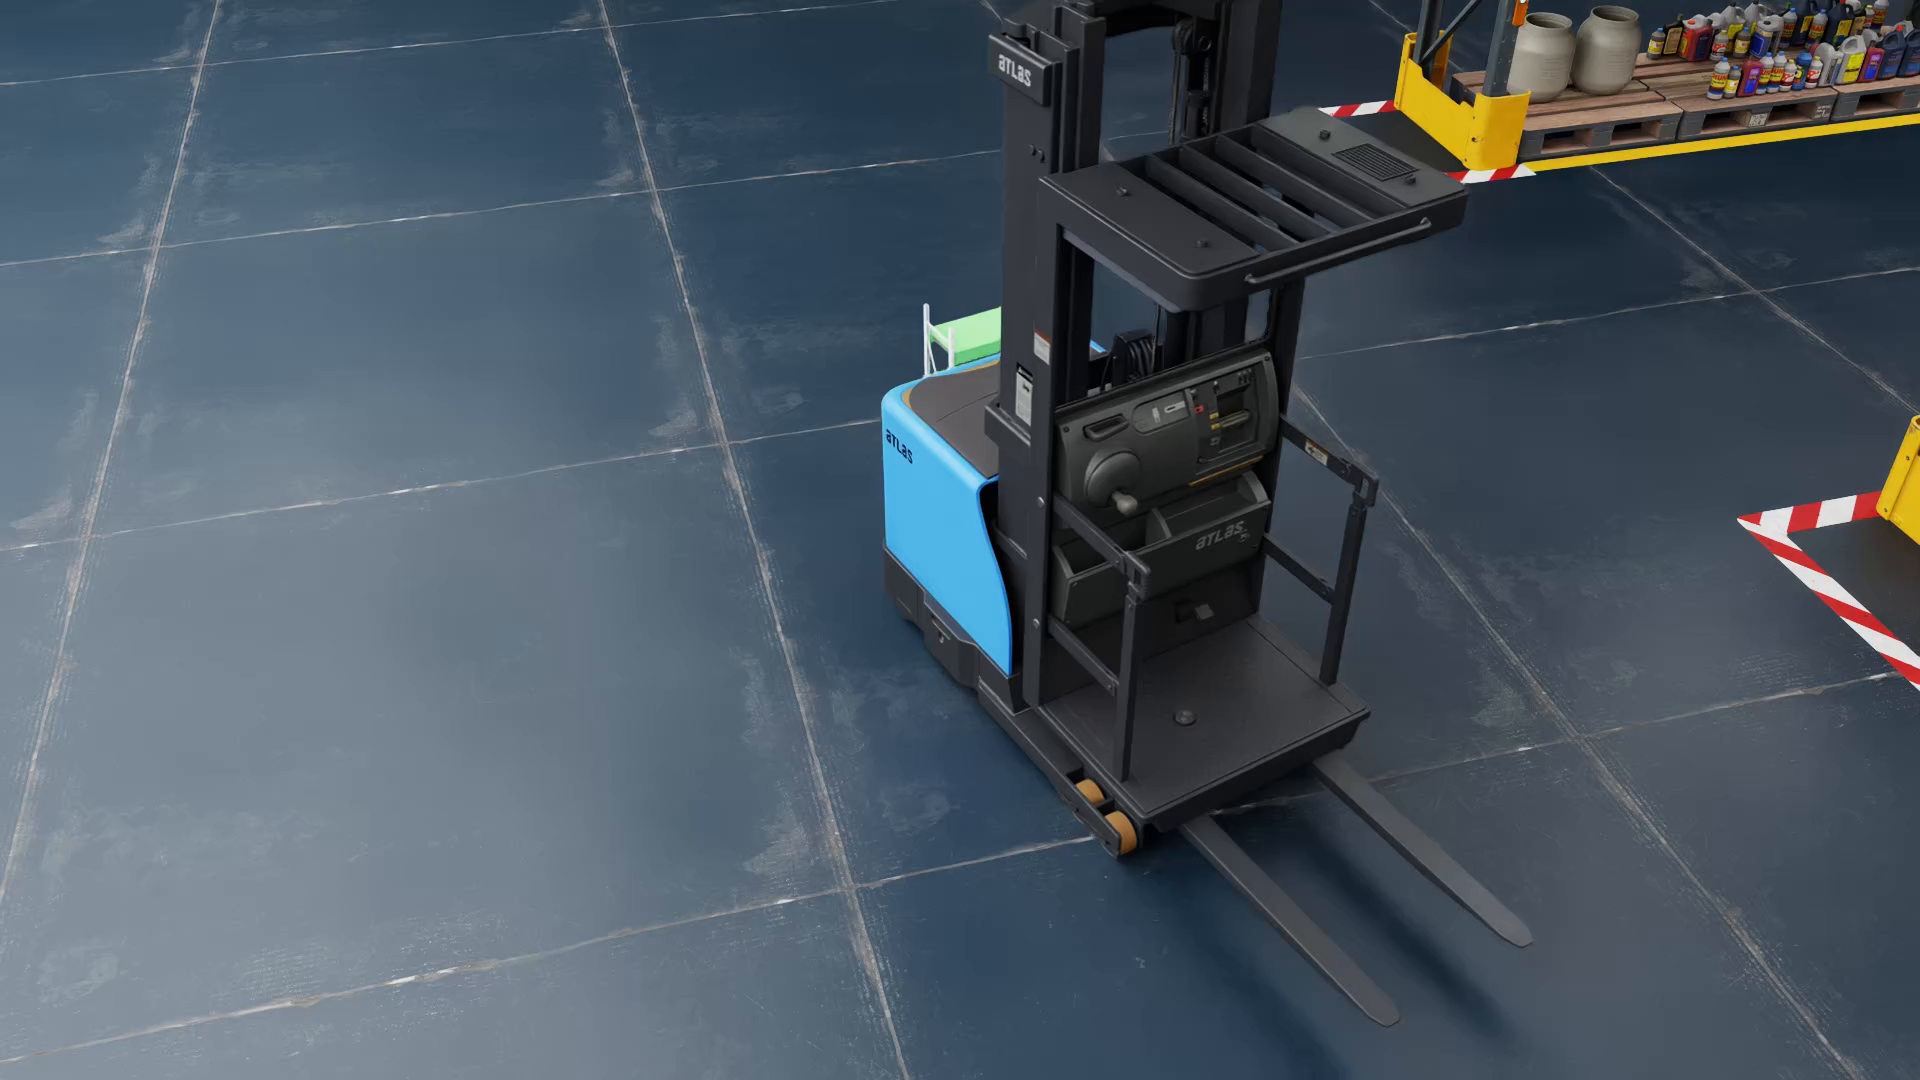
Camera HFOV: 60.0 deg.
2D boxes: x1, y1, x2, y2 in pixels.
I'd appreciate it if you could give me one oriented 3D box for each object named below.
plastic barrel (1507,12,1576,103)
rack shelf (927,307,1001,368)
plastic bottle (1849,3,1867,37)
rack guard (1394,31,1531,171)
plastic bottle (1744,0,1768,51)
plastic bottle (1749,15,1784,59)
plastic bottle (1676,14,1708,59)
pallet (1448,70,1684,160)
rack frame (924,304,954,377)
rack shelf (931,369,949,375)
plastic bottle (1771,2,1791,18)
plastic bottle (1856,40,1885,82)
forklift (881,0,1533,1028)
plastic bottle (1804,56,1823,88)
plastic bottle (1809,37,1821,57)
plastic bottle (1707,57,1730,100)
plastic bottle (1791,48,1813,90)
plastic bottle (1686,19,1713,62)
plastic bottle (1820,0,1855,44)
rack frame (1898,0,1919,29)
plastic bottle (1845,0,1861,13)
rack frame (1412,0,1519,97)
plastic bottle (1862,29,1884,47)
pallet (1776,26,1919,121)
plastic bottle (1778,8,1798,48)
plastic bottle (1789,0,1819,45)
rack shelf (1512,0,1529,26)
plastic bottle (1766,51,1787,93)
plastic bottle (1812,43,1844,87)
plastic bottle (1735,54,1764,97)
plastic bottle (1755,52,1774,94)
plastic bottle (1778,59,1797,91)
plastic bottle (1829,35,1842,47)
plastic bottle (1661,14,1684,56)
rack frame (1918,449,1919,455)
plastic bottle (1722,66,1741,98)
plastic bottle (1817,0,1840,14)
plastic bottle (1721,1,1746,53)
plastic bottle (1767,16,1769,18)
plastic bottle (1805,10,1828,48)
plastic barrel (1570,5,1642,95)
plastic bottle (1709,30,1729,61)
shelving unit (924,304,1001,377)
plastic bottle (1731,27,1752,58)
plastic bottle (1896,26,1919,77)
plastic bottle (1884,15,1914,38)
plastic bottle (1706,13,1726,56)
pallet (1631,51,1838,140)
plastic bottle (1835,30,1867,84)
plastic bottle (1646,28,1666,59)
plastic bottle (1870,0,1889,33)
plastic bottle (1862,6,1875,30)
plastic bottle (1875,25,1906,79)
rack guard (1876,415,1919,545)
[{"bbox_3d":[3.926,-3.262,11.248,0.421,0.512,0.421,0,37,0],"label":"plastic barrel"},{"bbox_3d":[0.122,-0.870,7.215,0.480,0.148,0.258,-19,41,-23],"label":"rack shelf"},{"bbox_3d":[6.474,-3.741,12.045,0.133,0.283,0.061,-9,38,-12],"label":"plastic bottle"},{"bbox_3d":[3.372,-2.981,11.236,0.348,0.500,1.175,-9,38,-12],"label":"rack guard"},{"bbox_3d":[5.692,-3.709,11.948,0.185,0.351,0.144,-10,38,-12],"label":"plastic bottle"},{"bbox_3d":[5.755,-3.597,11.862,0.135,0.276,0.152,-9,38,-12],"label":"plastic bottle"},{"bbox_3d":[5.220,-3.599,11.866,0.135,0.276,0.152,-9,38,-12],"label":"plastic bottle"},{"bbox_3d":[4.157,-2.992,11.488,1.213,0.211,1.003,-9,38,-12],"label":"pallet"},{"bbox_3d":[-0.090,-0.467,7.372,0.015,1.200,0.240,-19,41,-23],"label":"rack frame"},{"bbox_3d":[0.122,-0.679,7.361,0.480,0.148,0.258,-19,41,-23],"label":"rack shelf"},{"bbox_3d":[5.932,-3.748,12.054,0.133,0.283,0.061,-8,38,-10],"label":"plastic bottle"},{"bbox_3d":[6.294,-3.312,11.485,0.133,0.283,0.061,-7,38,-9],"label":"plastic bottle"},{"bbox_3d":[0.862,-0.311,5.745,1.130,2.935,3.031,-20,42,-25],"label":"forklift"},{"bbox_3d":[5.864,-3.221,11.433,0.097,0.201,0.097,0,37,0],"label":"plastic bottle"},{"bbox_3d":[5.942,-3.350,11.535,0.133,0.283,0.061,-9,38,-12],"label":"plastic bottle"},{"bbox_3d":[5.142,-3.130,11.257,0.097,0.271,0.097,0,37,0],"label":"plastic bottle"},{"bbox_3d":[5.765,-3.232,11.390,0.097,0.271,0.097,0,37,0],"label":"plastic bottle"},{"bbox_3d":[5.248,-3.540,11.783,0.133,0.283,0.061,-9,38,-12],"label":"plastic bottle"},{"bbox_3d":[6.322,-3.722,11.965,0.185,0.351,0.144,-9,38,-12],"label":"plastic bottle"},{"bbox_3d":[7.172,-4.568,11.253,0.127,3.000,1.000,-9,38,-12],"label":"rack frame"},{"bbox_3d":[6.445,-3.801,12.129,0.135,0.276,0.152,-8,38,-10],"label":"plastic bottle"},{"bbox_3d":[3.311,-3.935,10.425,0.127,3.000,1.000,-9,38,-12],"label":"rack frame"},{"bbox_3d":[6.377,-3.443,11.661,0.135,0.276,0.152,-9,38,-12],"label":"plastic bottle"},{"bbox_3d":[6.513,-3.379,11.993,1.213,0.211,1.003,-9,38,-12],"label":"pallet"},{"bbox_3d":[5.970,-3.700,12.001,0.097,0.271,0.097,0,37,0],"label":"plastic bottle"},{"bbox_3d":[6.103,-3.777,12.036,0.185,0.351,0.144,-11,39,-14],"label":"plastic bottle"},{"bbox_3d":[5.241,-3.966,11.057,4.000,0.370,1.077,-9,38,-12],"label":"rack shelf"},{"bbox_3d":[5.570,-3.200,11.348,0.097,0.271,0.097,0,37,0],"label":"plastic bottle"},{"bbox_3d":[5.971,-3.285,11.455,0.135,0.276,0.152,-9,38,-11],"label":"plastic bottle"},{"bbox_3d":[5.365,-3.160,11.286,0.133,0.283,0.061,-9,38,-11],"label":"plastic bottle"},{"bbox_3d":[5.473,-3.184,11.328,0.097,0.271,0.097,0,37,0],"label":"plastic bottle"},{"bbox_3d":[5.665,-3.188,11.390,0.097,0.201,0.097,0,37,0],"label":"plastic bottle"},{"bbox_3d":[6.077,-3.368,11.557,0.133,0.283,0.061,-9,38,-12],"label":"plastic bottle"},{"bbox_3d":[5.077,-3.608,11.871,0.133,0.283,0.061,-8,38,-11],"label":"plastic bottle"},{"bbox_3d":[4.602,-1.029,6.627,0.127,3.000,1.000,-9,38,-12],"label":"rack frame"},{"bbox_3d":[5.242,-3.119,11.299,0.097,0.201,0.097,0,37,0],"label":"plastic bottle"},{"bbox_3d":[6.285,-3.806,12.075,0.185,0.351,0.144,-8,38,-11],"label":"plastic bottle"},{"bbox_3d":[5.513,-3.680,11.910,0.185,0.351,0.144,-8,38,-10],"label":"plastic bottle"},{"bbox_3d":[5.823,-3.686,12.041,0.097,0.201,0.097,0,37,0],"label":"plastic bottle"},{"bbox_3d":[6.176,-3.681,11.977,0.097,0.271,0.097,0,37,0],"label":"plastic bottle"},{"bbox_3d":[4.410,-3.342,11.352,0.421,0.512,0.421,0,37,0],"label":"plastic barrel"},{"bbox_3d":[5.404,-3.522,11.826,0.097,0.201,0.097,0,37,0],"label":"plastic bottle"},{"bbox_3d":[0.122,-0.540,7.468,0.503,1.200,0.258,-19,41,-23],"label":"shelving unit"},{"bbox_3d":[5.586,-3.557,11.871,0.097,0.201,0.097,0,37,0],"label":"plastic bottle"},{"bbox_3d":[6.626,-3.420,11.570,0.185,0.351,0.144,-10,39,-13],"label":"plastic bottle"},{"bbox_3d":[6.588,-3.504,11.680,0.185,0.351,0.144,-9,38,-12],"label":"plastic bottle"},{"bbox_3d":[5.354,-3.621,11.895,0.135,0.276,0.152,-10,39,-13],"label":"plastic bottle"},{"bbox_3d":[5.333,-3.183,11.738,1.213,0.211,1.003,-9,38,-12],"label":"pallet"},{"bbox_3d":[6.129,-3.338,11.463,0.185,0.351,0.144,-10,38,-12],"label":"plastic bottle"},{"bbox_3d":[4.969,-3.546,11.858,0.097,0.201,0.097,0,37,0],"label":"plastic bottle"},{"bbox_3d":[6.750,-3.866,12.219,0.097,0.271,0.097,0,37,0],"label":"plastic bottle"},{"bbox_3d":[6.652,-3.822,12.219,0.097,0.201,0.097,0,37,0],"label":"plastic bottle"},{"bbox_3d":[6.440,-3.389,11.530,0.185,0.351,0.144,-11,39,-14],"label":"plastic bottle"},{"bbox_3d":[4.675,-0.049,7.402,0.348,0.500,1.175,-9,38,-12],"label":"rack guard"}]
